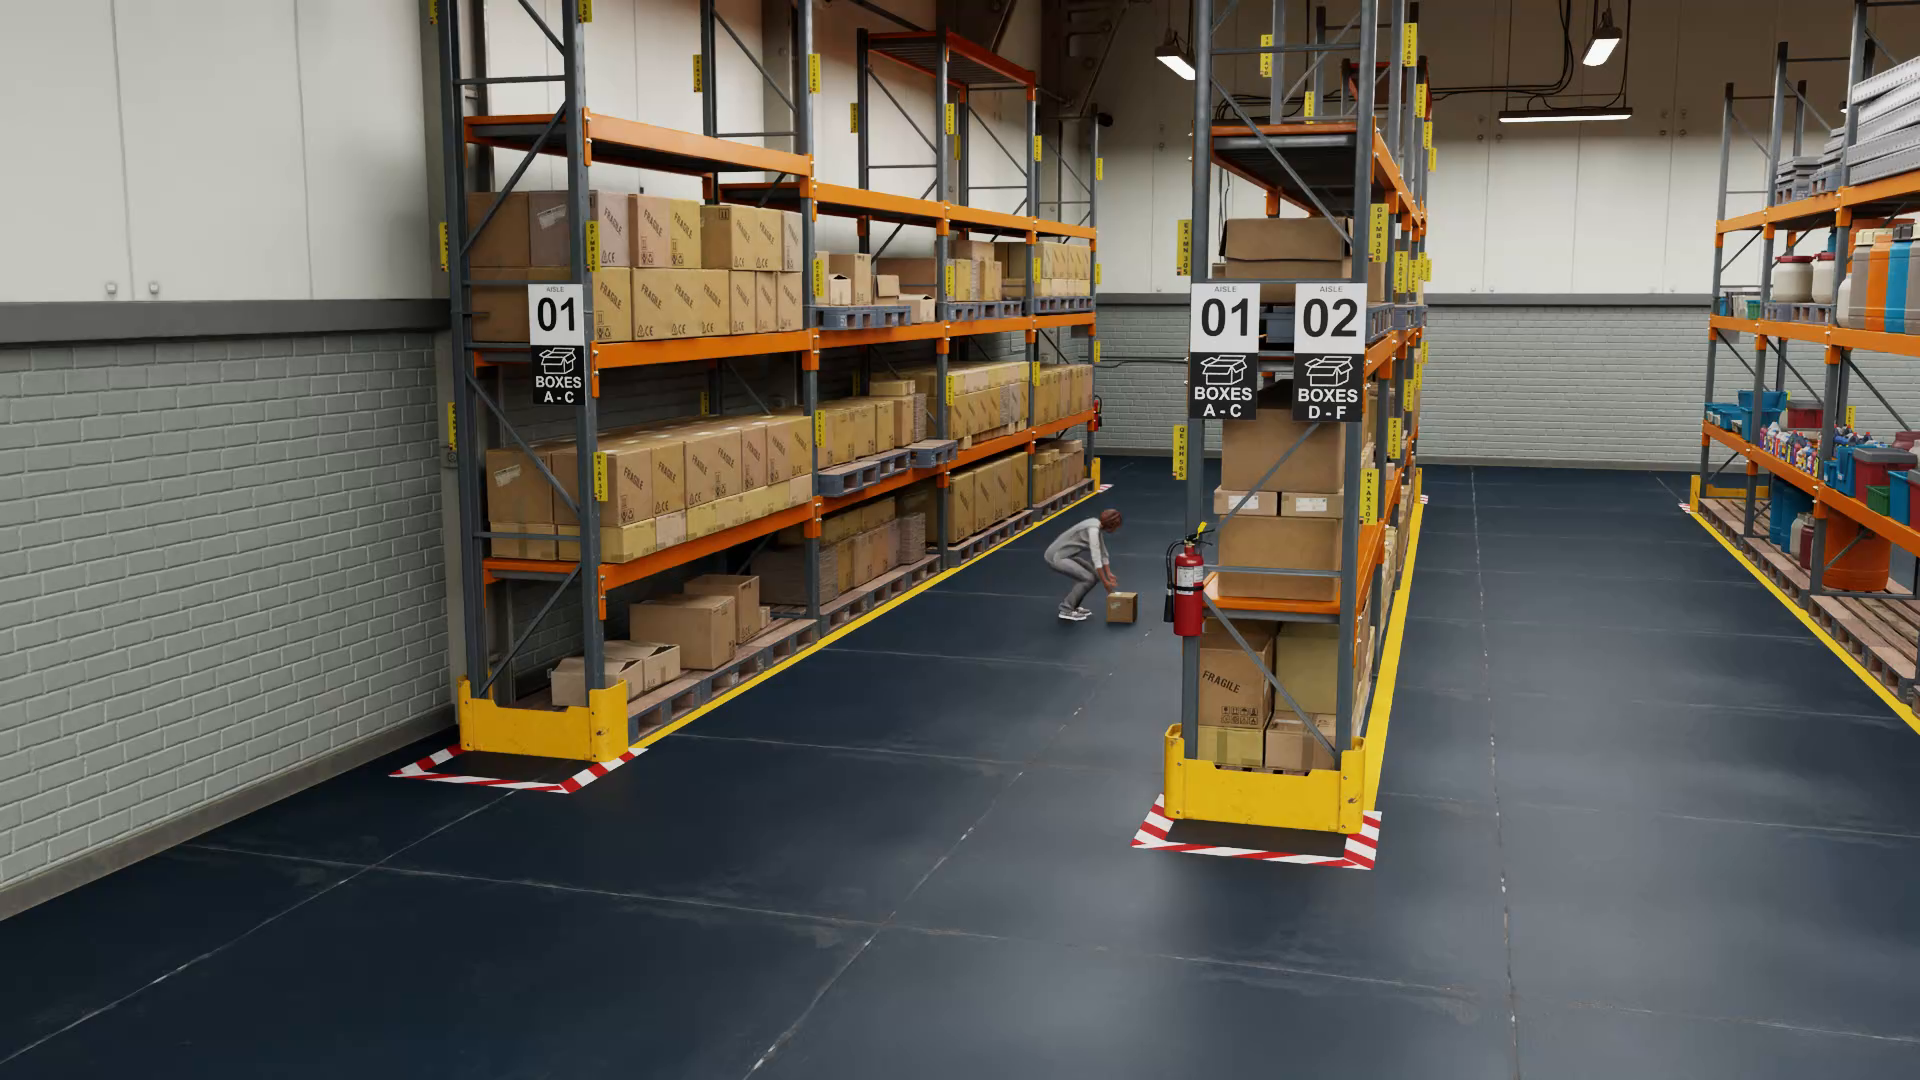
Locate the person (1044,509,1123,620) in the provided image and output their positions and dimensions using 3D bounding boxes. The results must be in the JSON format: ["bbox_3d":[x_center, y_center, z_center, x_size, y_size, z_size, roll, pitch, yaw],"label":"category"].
[{"bbox_3d":[1.197,0.231,16.153,0.754,1.061,0.461,2,9,16],"label":"person"}]
